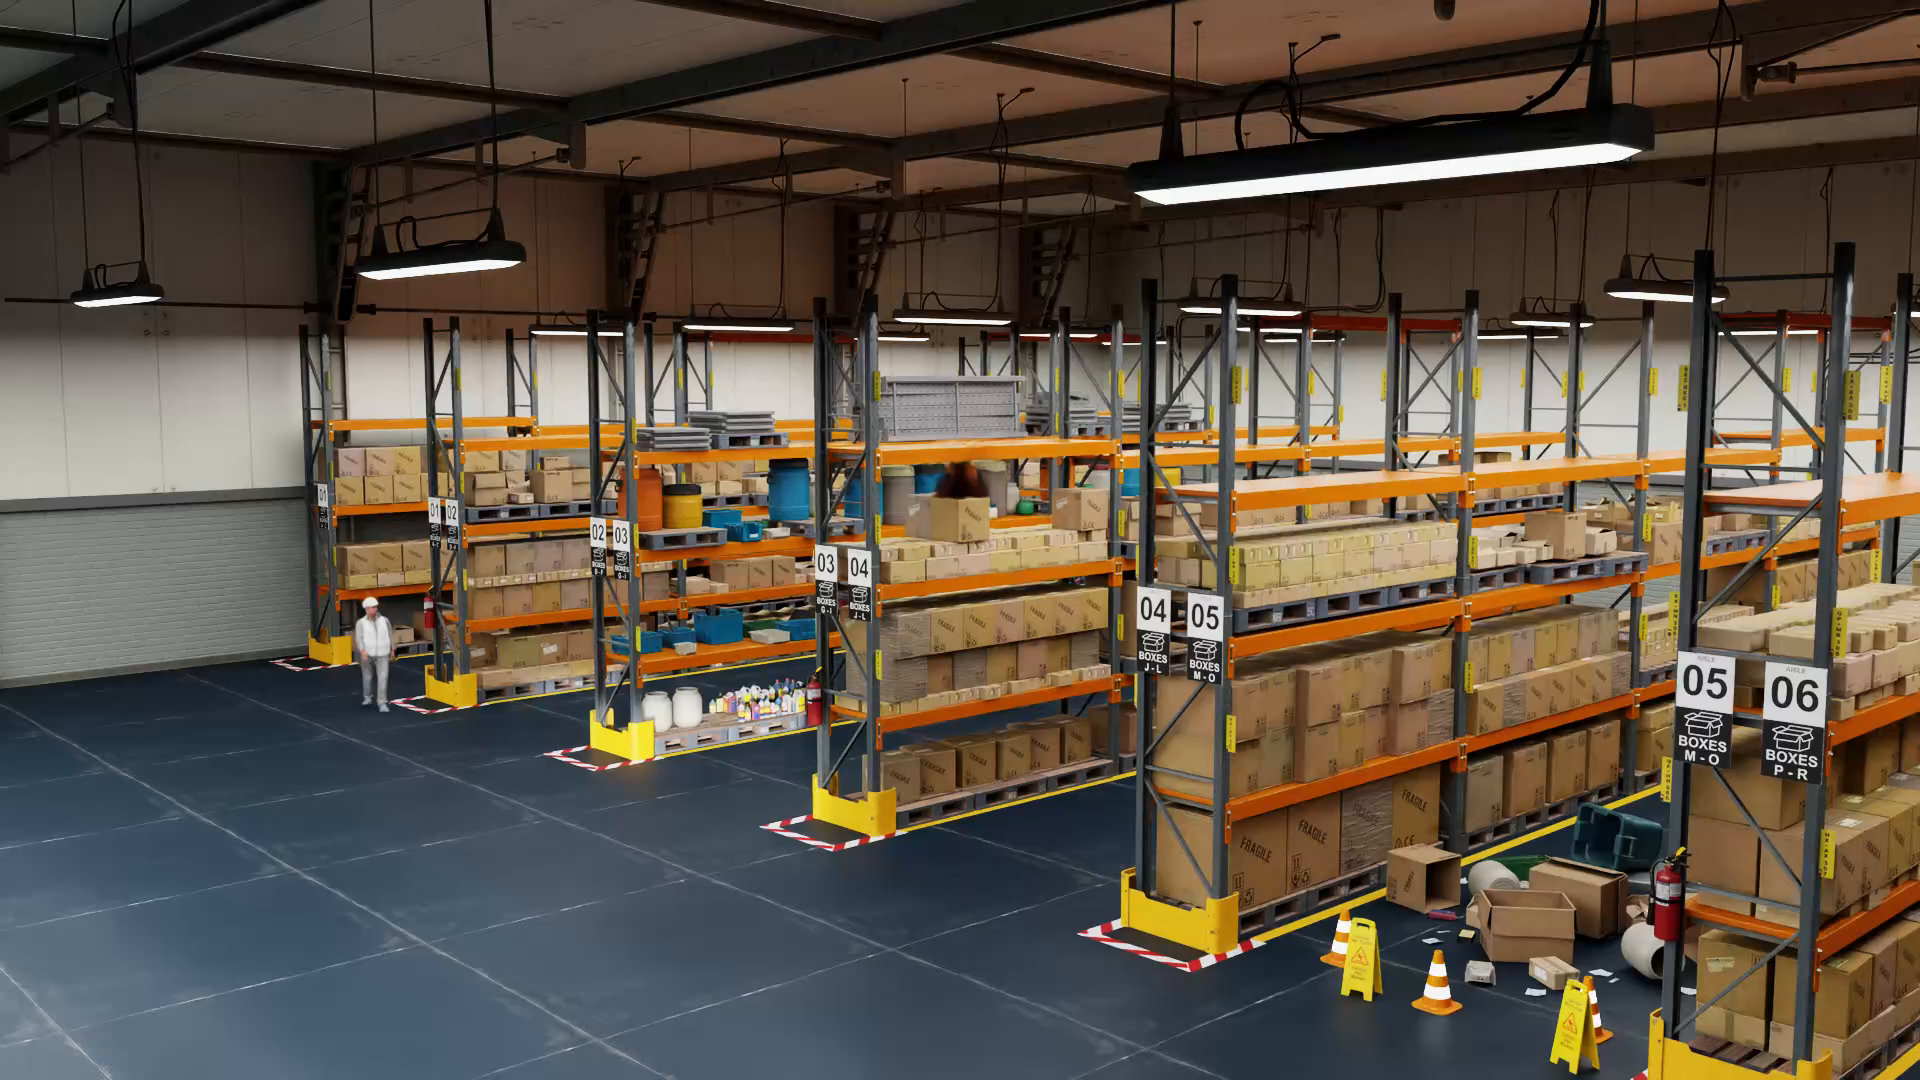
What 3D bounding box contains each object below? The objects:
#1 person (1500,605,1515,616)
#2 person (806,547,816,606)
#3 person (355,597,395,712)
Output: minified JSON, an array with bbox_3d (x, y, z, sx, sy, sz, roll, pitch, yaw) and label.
[{"bbox_3d":[8.462,1.726,25.748,1.006,1.609,0.607,-5,8,-41],"label":"person"},{"bbox_3d":[-2.857,0.912,33.951,0.833,1.707,0.603,-5,7,-38],"label":"person"},{"bbox_3d":[-8.918,1.732,25.396,0.588,1.707,1.037,-3,6,-26],"label":"person"}]
